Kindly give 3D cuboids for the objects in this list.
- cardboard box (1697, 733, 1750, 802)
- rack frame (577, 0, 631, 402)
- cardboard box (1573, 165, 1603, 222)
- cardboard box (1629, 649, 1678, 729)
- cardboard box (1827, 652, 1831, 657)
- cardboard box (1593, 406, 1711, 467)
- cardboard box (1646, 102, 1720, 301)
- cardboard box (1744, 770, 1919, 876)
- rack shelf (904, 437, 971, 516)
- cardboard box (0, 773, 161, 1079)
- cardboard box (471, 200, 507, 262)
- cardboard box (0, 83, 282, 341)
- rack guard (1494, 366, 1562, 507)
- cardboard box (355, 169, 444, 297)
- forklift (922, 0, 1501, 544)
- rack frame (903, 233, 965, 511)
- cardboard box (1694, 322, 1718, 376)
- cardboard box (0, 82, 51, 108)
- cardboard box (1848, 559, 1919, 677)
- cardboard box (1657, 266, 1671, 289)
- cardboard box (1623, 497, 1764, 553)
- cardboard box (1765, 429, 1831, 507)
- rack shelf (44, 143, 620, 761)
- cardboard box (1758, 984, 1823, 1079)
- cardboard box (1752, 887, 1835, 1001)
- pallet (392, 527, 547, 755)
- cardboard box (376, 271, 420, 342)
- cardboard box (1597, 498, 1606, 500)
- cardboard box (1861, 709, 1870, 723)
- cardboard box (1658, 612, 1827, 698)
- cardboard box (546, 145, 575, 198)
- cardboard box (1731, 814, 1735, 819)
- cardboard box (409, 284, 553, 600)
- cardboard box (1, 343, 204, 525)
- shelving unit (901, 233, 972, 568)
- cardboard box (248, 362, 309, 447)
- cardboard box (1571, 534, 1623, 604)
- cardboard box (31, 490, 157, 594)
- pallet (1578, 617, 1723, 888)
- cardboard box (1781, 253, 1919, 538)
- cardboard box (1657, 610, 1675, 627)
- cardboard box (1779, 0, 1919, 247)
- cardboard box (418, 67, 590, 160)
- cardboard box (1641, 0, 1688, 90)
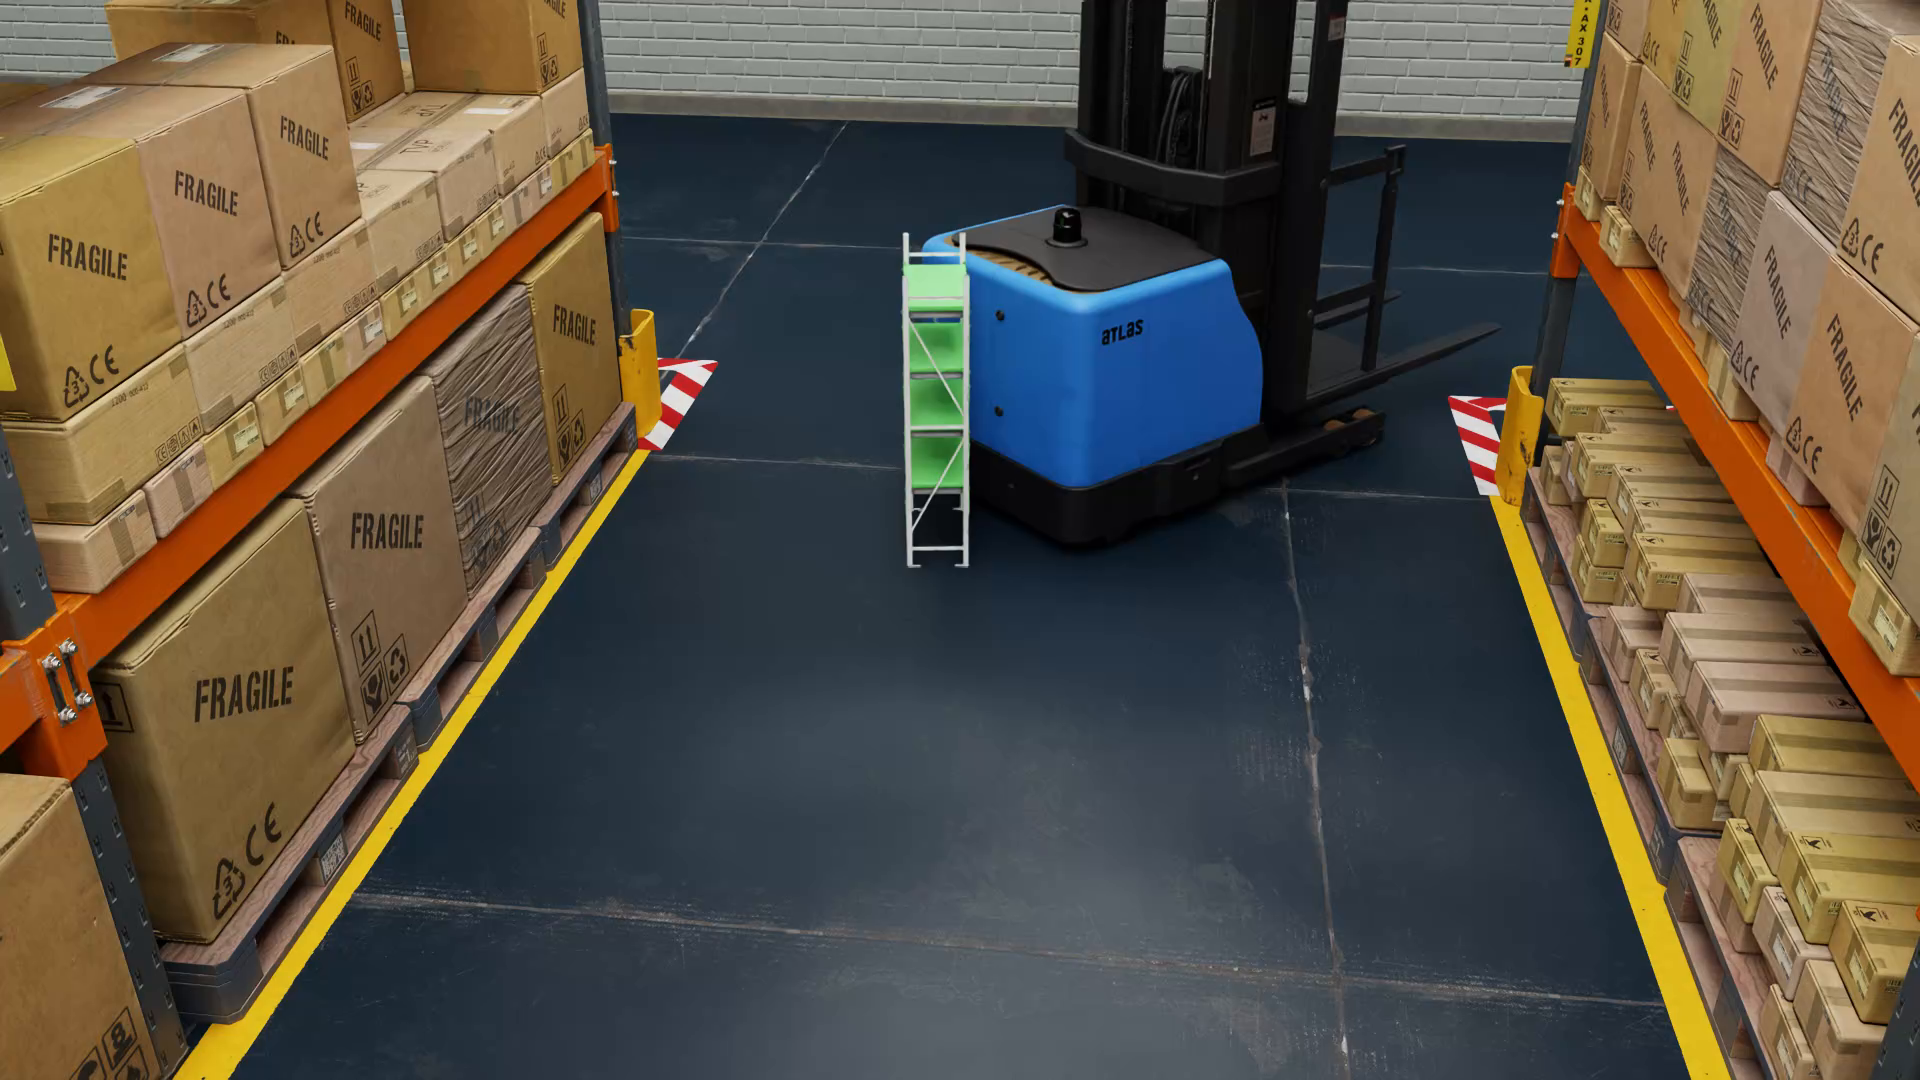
[{"bbox_3d":[2.318,0.621,4.685,0.380,0.149,0.250,4,29,7],"label":"cardboard box"},{"bbox_3d":[-2.001,-1.882,7.080,1.000,3.000,0.127,3,28,6],"label":"rack frame"},{"bbox_3d":[2.544,-1.302,6.269,0.380,0.149,0.250,3,28,6],"label":"cardboard box"},{"bbox_3d":[2.351,0.481,5.257,0.380,0.149,0.250,3,28,6],"label":"cardboard box"},{"bbox_3d":[2.965,0.267,5.341,0.380,0.149,0.250,5,29,9],"label":"cardboard box"},{"bbox_3d":[2.593,-0.374,6.217,0.380,0.149,0.250,4,29,7],"label":"cardboard box"},{"bbox_3d":[2.467,-1.042,5.103,0.500,0.500,0.500,4,29,7],"label":"cardboard box"},{"bbox_3d":[2.219,0.722,4.182,0.380,0.149,0.250,3,28,6],"label":"cardboard box"},{"bbox_3d":[-0.093,-0.271,6.629,0.258,0.148,0.480,-1,28,-1],"label":"rack shelf"},{"bbox_3d":[-2.550,1.054,3.428,1.225,0.875,0.875,3,29,6],"label":"cardboard box"},{"bbox_3d":[-1.842,-1.104,5.901,0.380,0.149,0.250,3,28,5],"label":"cardboard box"},{"bbox_3d":[-2.111,-0.836,4.193,0.500,0.500,0.500,3,28,6],"label":"cardboard box"},{"bbox_3d":[2.899,-0.410,6.983,1.175,0.500,0.348,3,28,6],"label":"rack guard"},{"bbox_3d":[-1.982,-0.979,5.250,0.500,0.250,0.500,3,29,6],"label":"cardboard box"},{"bbox_3d":[1.298,-1.834,7.063,3.031,2.935,1.130,-21,35,-33],"label":"forklift"},{"bbox_3d":[-0.099,-0.654,6.699,0.240,1.200,0.015,-1,28,-1],"label":"rack frame"},{"bbox_3d":[2.403,-0.565,4.900,0.380,0.149,0.250,4,29,8],"label":"cardboard box"},{"bbox_3d":[-2.635,-0.862,4.240,0.500,0.500,0.500,4,29,7],"label":"cardboard box"},{"bbox_3d":[2.145,0.172,3.533,0.380,0.149,0.250,3,28,5],"label":"cardboard box"},{"bbox_3d":[2.572,-0.926,5.571,0.380,0.149,0.250,5,29,9],"label":"cardboard box"},{"bbox_3d":[2.443,-0.011,5.544,0.380,0.149,0.250,4,29,8],"label":"cardboard box"},{"bbox_3d":[2.296,-0.200,4.223,0.380,0.149,0.250,2,28,4],"label":"cardboard box"},{"bbox_3d":[-2.246,-0.624,5.503,1.077,0.370,4.000,3,28,6],"label":"rack shelf"},{"bbox_3d":[2.129,1.203,3.918,0.380,0.149,0.250,4,29,7],"label":"cardboard box"},{"bbox_3d":[2.163,0.981,4.015,0.380,0.149,0.250,2,28,4],"label":"cardboard box"},{"bbox_3d":[-2.174,0.299,5.972,1.003,0.211,1.213,3,28,6],"label":"pallet"},{"bbox_3d":[-1.936,-0.742,5.230,0.380,0.149,0.250,3,28,5],"label":"cardboard box"},{"bbox_3d":[2.558,-0.129,6.076,0.380,0.149,0.250,4,29,7],"label":"cardboard box"},{"bbox_3d":[2.901,0.641,4.960,0.380,0.149,0.250,3,28,5],"label":"cardboard box"},{"bbox_3d":[2.291,0.344,4.884,0.380,0.149,0.250,2,28,4],"label":"cardboard box"},{"bbox_3d":[-1.748,-1.462,6.566,0.380,0.149,0.250,4,29,7],"label":"cardboard box"},{"bbox_3d":[2.365,0.840,4.591,0.380,0.149,0.250,3,28,5],"label":"cardboard box"},{"bbox_3d":[-2.112,-0.397,6.122,0.875,0.875,0.875,3,28,6],"label":"cardboard box"},{"bbox_3d":[-2.174,-0.270,3.933,0.500,0.250,0.500,3,28,5],"label":"cardboard box"},{"bbox_3d":[-0.093,-0.538,6.484,0.258,1.200,0.503,-1,28,-1],"label":"shelving unit"},{"bbox_3d":[-2.031,-0.380,4.557,0.380,0.149,0.250,3,28,5],"label":"cardboard box"},{"bbox_3d":[2.412,0.111,5.943,0.380,0.149,0.250,4,29,7],"label":"cardboard box"},{"bbox_3d":[-2.125,-0.008,3.868,0.380,0.149,0.250,3,29,6],"label":"cardboard box"},{"bbox_3d":[2.613,0.670,5.283,1.003,0.211,1.213,3,28,6],"label":"pallet"},{"bbox_3d":[2.262,-0.327,3.774,0.500,0.500,0.500,3,28,5],"label":"cardboard box"},{"bbox_3d":[2.489,0.246,5.380,0.380,0.149,0.250,5,29,9],"label":"cardboard box"},{"bbox_3d":[2.343,-0.999,3.968,0.500,0.500,0.500,4,29,8],"label":"cardboard box"},{"bbox_3d":[-1.797,-1.703,6.593,0.500,0.250,0.500,3,28,5],"label":"cardboard box"},{"bbox_3d":[2.535,-1.727,5.320,0.500,0.500,0.500,4,29,8],"label":"cardboard box"}]
